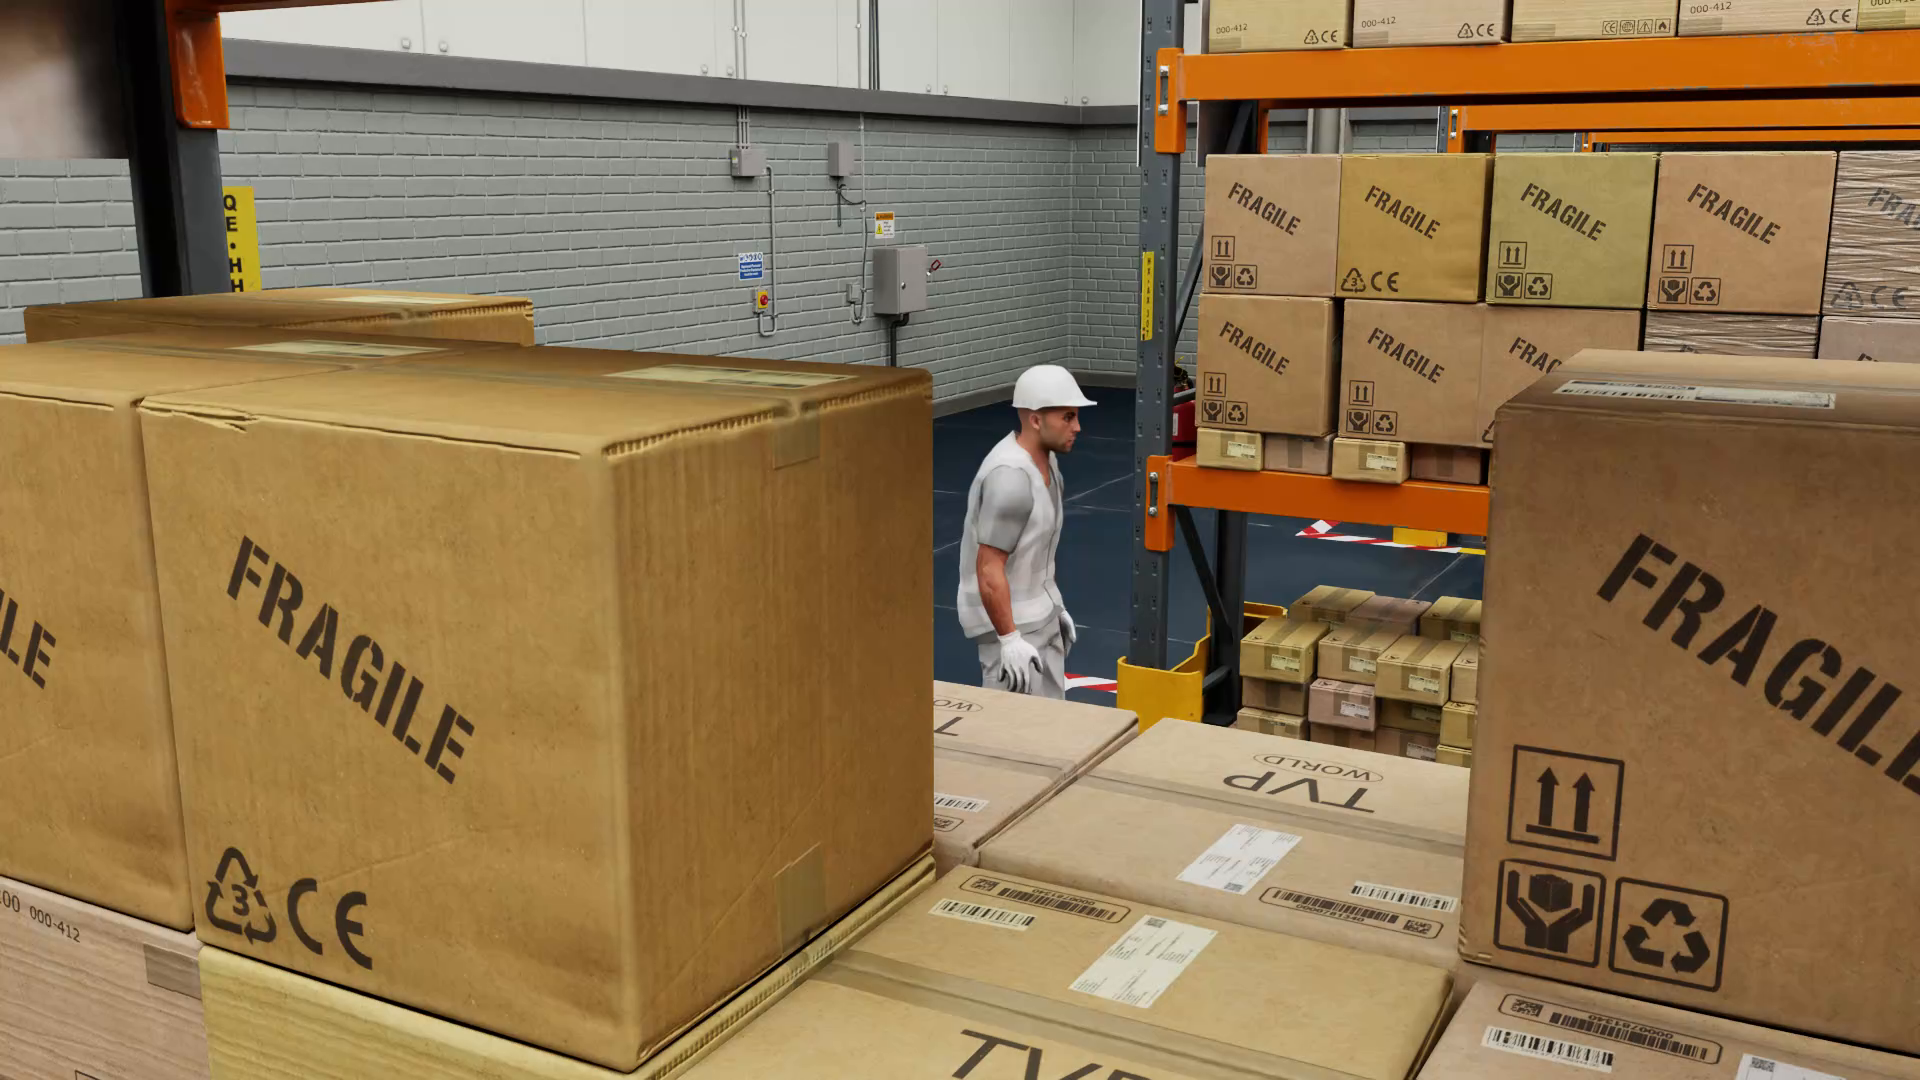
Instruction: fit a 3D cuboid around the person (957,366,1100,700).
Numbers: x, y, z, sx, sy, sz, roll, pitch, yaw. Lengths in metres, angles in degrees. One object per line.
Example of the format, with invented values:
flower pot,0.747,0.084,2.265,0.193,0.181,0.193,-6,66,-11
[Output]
person,0.228,0.306,5.553,0.449,1.778,0.595,4,13,20
